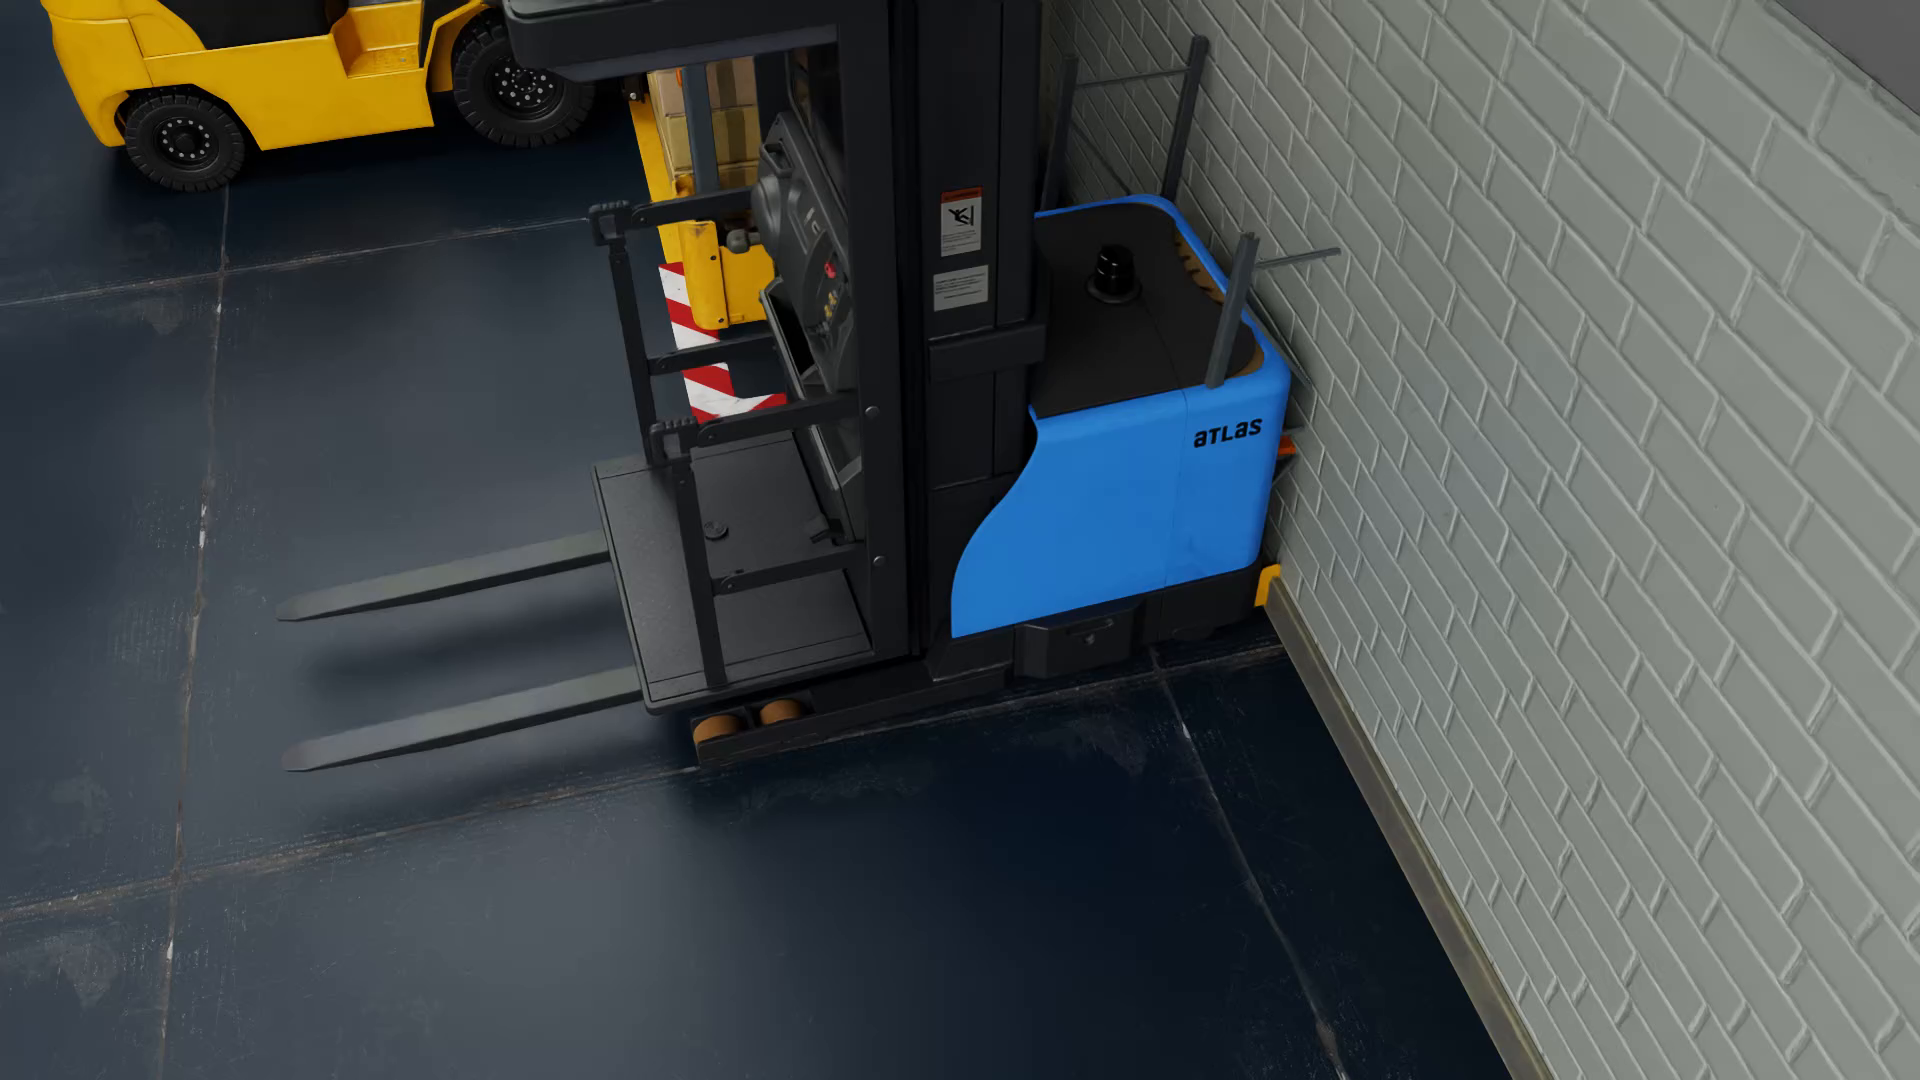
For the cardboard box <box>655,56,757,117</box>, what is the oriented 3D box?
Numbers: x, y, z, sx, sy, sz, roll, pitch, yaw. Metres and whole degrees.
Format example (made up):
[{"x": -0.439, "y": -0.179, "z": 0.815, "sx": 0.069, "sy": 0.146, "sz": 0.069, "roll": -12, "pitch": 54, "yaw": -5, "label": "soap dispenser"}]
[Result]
[{"x": -0.939, "y": -1.906, "z": 6.449, "sx": 0.500, "sy": 0.250, "sz": 0.500, "roll": -9, "pitch": 46, "yaw": -9, "label": "cardboard box"}]

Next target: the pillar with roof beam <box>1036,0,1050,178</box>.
[{"x": -3.988, "y": -4.069, "z": 3.437, "sx": 9.100, "sy": 9.000, "sz": 0.400, "roll": -11, "pitch": 47, "yaw": -10, "label": "pillar with roof beam"}]

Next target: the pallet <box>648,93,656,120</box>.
[{"x": -1.065, "y": -2.495, "z": 8.048, "sx": 1.003, "sy": 0.211, "sz": 1.213, "roll": -11, "pitch": 47, "yaw": -10, "label": "pallet"}]

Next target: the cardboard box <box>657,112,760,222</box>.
[{"x": -0.945, "y": -1.562, "z": 6.811, "sx": 0.500, "sy": 0.250, "sz": 0.500, "roll": -10, "pitch": 46, "yaw": -10, "label": "cardboard box"}]

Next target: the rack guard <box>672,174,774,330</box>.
[{"x": -0.514, "y": -1.219, "z": 6.594, "sx": 1.175, "sy": 0.500, "sz": 0.348, "roll": -11, "pitch": 47, "yaw": -10, "label": "rack guard"}]

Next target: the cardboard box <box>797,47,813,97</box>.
[{"x": -0.460, "y": -2.011, "z": 6.552, "sx": 0.500, "sy": 0.250, "sz": 0.500, "roll": -11, "pitch": 47, "yaw": -11, "label": "cardboard box"}]

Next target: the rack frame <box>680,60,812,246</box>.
[{"x": -0.520, "y": -2.110, "z": 5.718, "sx": 1.000, "sy": 3.000, "sz": 0.127, "roll": -11, "pitch": 47, "yaw": -10, "label": "rack frame"}]

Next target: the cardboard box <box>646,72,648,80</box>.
[{"x": -1.183, "y": -2.254, "z": 7.490, "sx": 0.500, "sy": 0.250, "sz": 0.500, "roll": -10, "pitch": 46, "yaw": -10, "label": "cardboard box"}]

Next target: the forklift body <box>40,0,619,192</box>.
[{"x": -2.769, "y": -2.789, "z": 6.977, "sx": 2.313, "sy": 2.155, "sz": 1.214, "roll": -11, "pitch": 47, "yaw": -10, "label": "forklift body"}]

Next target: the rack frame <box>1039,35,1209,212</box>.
[{"x": 0.469, "y": -0.961, "z": 5.584, "sx": 0.500, "sy": 1.500, "sz": 0.032, "roll": -14, "pitch": 47, "yaw": -21, "label": "rack frame"}]

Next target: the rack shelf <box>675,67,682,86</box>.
[{"x": -1.032, "y": -3.239, "z": 7.328, "sx": 1.077, "sy": 0.370, "sz": 4.000, "roll": -11, "pitch": 47, "yaw": -10, "label": "rack shelf"}]

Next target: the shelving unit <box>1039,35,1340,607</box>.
[{"x": 0.678, "y": -0.636, "z": 5.267, "sx": 0.587, "sy": 1.500, "sz": 1.083, "roll": -14, "pitch": 47, "yaw": -21, "label": "shelving unit"}]

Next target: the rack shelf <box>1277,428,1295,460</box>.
[{"x": 0.665, "y": -0.500, "z": 5.384, "sx": 0.538, "sy": 0.185, "sz": 1.000, "roll": -14, "pitch": 47, "yaw": -21, "label": "rack shelf"}]

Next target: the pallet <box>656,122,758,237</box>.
[{"x": -0.756, "y": -1.655, "z": 7.224, "sx": 1.003, "sy": 0.211, "sz": 1.213, "roll": -11, "pitch": 47, "yaw": -10, "label": "pallet"}]

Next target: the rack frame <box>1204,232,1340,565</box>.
[{"x": 0.895, "y": -0.300, "z": 4.939, "sx": 0.500, "sy": 1.500, "sz": 0.032, "roll": -14, "pitch": 47, "yaw": -21, "label": "rack frame"}]

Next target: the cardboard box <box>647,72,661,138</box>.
[{"x": -1.064, "y": -1.907, "z": 7.149, "sx": 0.500, "sy": 0.250, "sz": 0.500, "roll": -11, "pitch": 47, "yaw": -10, "label": "cardboard box"}]

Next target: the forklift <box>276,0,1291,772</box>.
[{"x": -0.609, "y": -0.761, "z": 4.443, "sx": 3.031, "sy": 2.935, "sz": 1.130, "roll": -13, "pitch": 47, "yaw": -12, "label": "forklift"}]

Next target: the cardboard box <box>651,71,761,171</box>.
[{"x": -0.947, "y": -1.749, "z": 6.645, "sx": 0.500, "sy": 0.250, "sz": 0.500, "roll": -11, "pitch": 47, "yaw": -11, "label": "cardboard box"}]

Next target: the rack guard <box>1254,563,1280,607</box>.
[{"x": 0.828, "y": 0.141, "z": 5.377, "sx": 0.587, "sy": 0.250, "sz": 0.087, "roll": -14, "pitch": 47, "yaw": -21, "label": "rack guard"}]

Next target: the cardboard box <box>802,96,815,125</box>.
[{"x": -0.439, "y": -1.833, "z": 6.727, "sx": 0.500, "sy": 0.250, "sz": 0.500, "roll": -10, "pitch": 46, "yaw": -10, "label": "cardboard box"}]
